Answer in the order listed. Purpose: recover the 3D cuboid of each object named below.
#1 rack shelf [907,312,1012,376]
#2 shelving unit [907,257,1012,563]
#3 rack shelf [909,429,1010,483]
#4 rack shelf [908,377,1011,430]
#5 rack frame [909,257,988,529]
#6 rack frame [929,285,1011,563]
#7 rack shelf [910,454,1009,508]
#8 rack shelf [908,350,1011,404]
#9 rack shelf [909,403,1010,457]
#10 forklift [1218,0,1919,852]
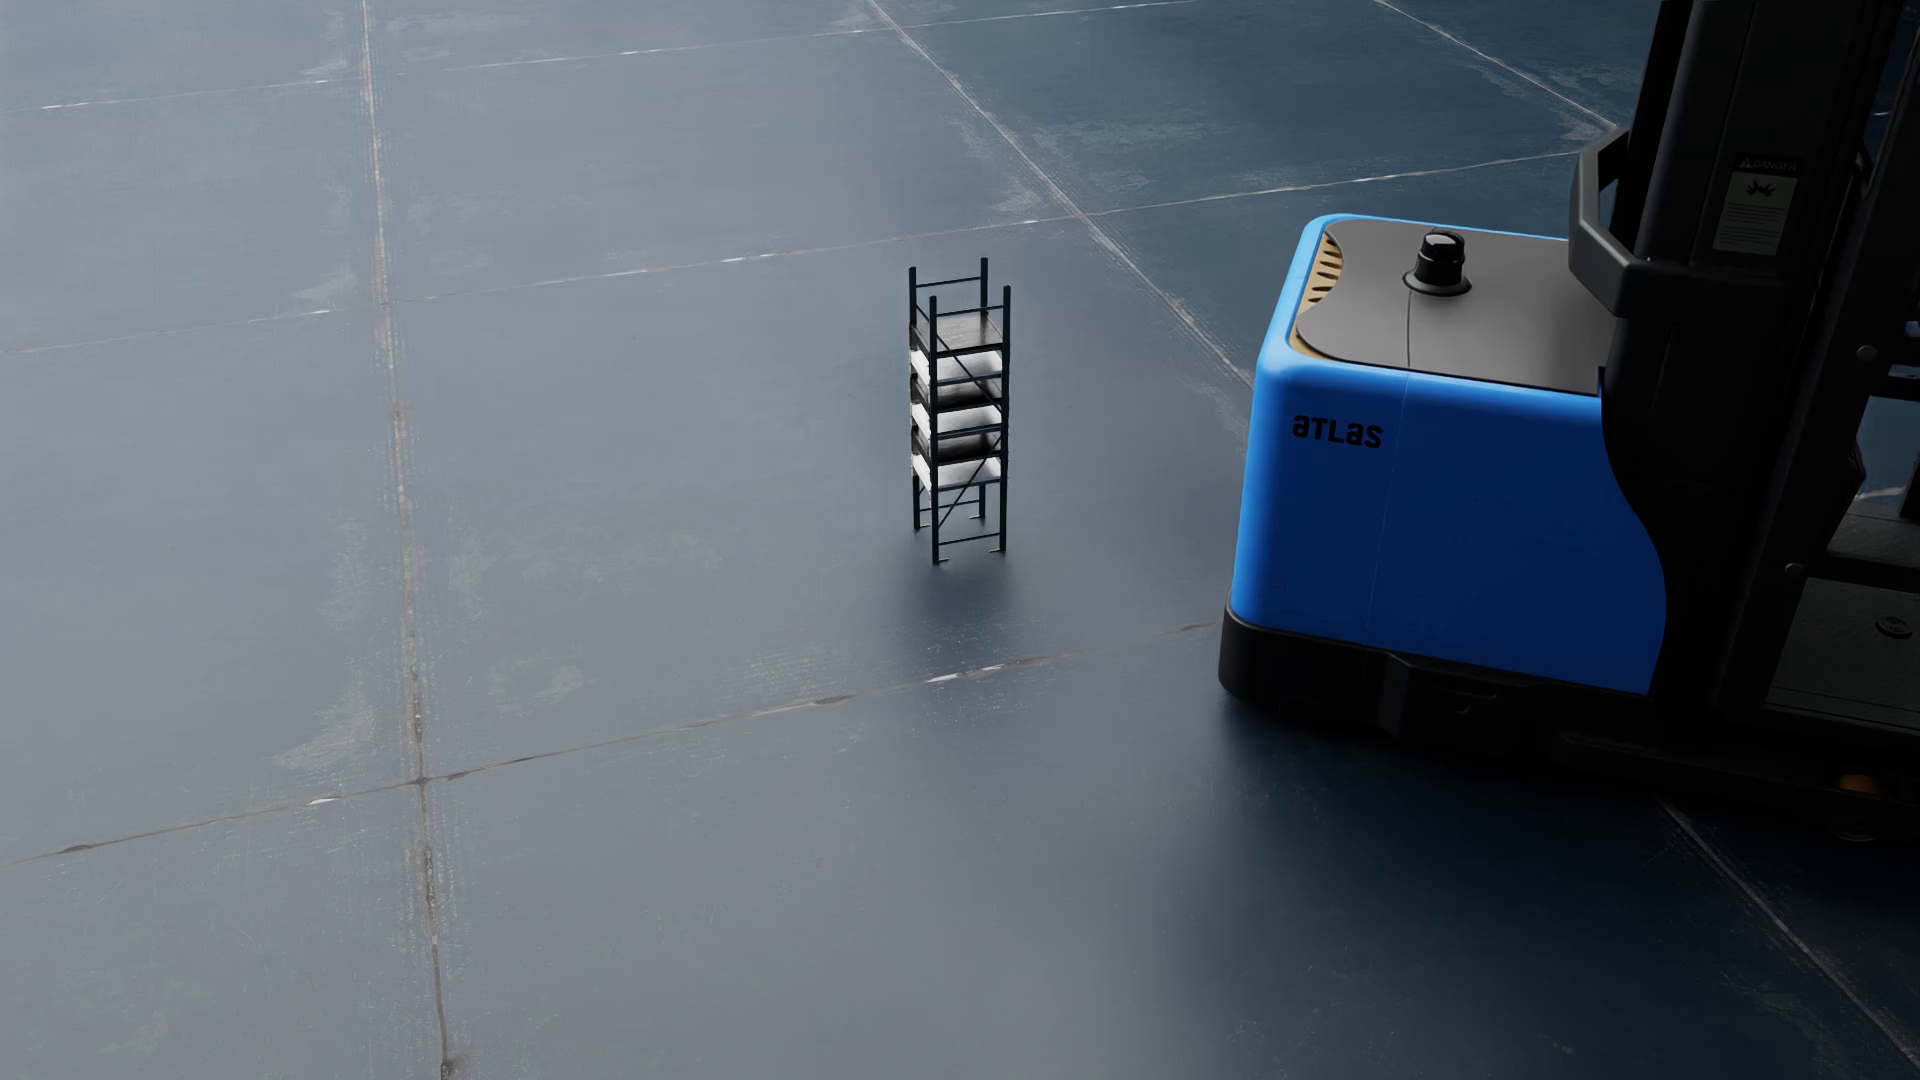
[{"bbox_3d":[-0.002,-0.577,4.878,0.258,0.077,0.200,-10,35,-15],"label":"rack shelf"},{"bbox_3d":[-0.002,-0.380,5.008,0.258,0.900,0.210,-10,35,-15],"label":"shelving unit"},{"bbox_3d":[-0.002,-0.277,5.076,0.258,0.077,0.200,-10,35,-15],"label":"rack shelf"},{"bbox_3d":[-0.002,-0.427,4.977,0.258,0.077,0.200,-10,35,-15],"label":"rack shelf"},{"bbox_3d":[-0.033,-0.433,5.089,0.240,0.900,0.006,-10,35,-15],"label":"rack frame"},{"bbox_3d":[0.029,-0.326,4.928,0.240,0.900,0.006,-10,35,-15],"label":"rack frame"},{"bbox_3d":[-0.002,-0.202,5.126,0.258,0.077,0.200,-10,35,-15],"label":"rack shelf"},{"bbox_3d":[-0.002,-0.502,4.928,0.258,0.077,0.200,-10,35,-15],"label":"rack shelf"},{"bbox_3d":[-0.002,-0.352,5.027,0.258,0.077,0.200,-10,35,-15],"label":"rack shelf"},{"bbox_3d":[2.281,-0.773,3.761,3.031,2.935,1.130,10,35,14],"label":"forklift"}]
